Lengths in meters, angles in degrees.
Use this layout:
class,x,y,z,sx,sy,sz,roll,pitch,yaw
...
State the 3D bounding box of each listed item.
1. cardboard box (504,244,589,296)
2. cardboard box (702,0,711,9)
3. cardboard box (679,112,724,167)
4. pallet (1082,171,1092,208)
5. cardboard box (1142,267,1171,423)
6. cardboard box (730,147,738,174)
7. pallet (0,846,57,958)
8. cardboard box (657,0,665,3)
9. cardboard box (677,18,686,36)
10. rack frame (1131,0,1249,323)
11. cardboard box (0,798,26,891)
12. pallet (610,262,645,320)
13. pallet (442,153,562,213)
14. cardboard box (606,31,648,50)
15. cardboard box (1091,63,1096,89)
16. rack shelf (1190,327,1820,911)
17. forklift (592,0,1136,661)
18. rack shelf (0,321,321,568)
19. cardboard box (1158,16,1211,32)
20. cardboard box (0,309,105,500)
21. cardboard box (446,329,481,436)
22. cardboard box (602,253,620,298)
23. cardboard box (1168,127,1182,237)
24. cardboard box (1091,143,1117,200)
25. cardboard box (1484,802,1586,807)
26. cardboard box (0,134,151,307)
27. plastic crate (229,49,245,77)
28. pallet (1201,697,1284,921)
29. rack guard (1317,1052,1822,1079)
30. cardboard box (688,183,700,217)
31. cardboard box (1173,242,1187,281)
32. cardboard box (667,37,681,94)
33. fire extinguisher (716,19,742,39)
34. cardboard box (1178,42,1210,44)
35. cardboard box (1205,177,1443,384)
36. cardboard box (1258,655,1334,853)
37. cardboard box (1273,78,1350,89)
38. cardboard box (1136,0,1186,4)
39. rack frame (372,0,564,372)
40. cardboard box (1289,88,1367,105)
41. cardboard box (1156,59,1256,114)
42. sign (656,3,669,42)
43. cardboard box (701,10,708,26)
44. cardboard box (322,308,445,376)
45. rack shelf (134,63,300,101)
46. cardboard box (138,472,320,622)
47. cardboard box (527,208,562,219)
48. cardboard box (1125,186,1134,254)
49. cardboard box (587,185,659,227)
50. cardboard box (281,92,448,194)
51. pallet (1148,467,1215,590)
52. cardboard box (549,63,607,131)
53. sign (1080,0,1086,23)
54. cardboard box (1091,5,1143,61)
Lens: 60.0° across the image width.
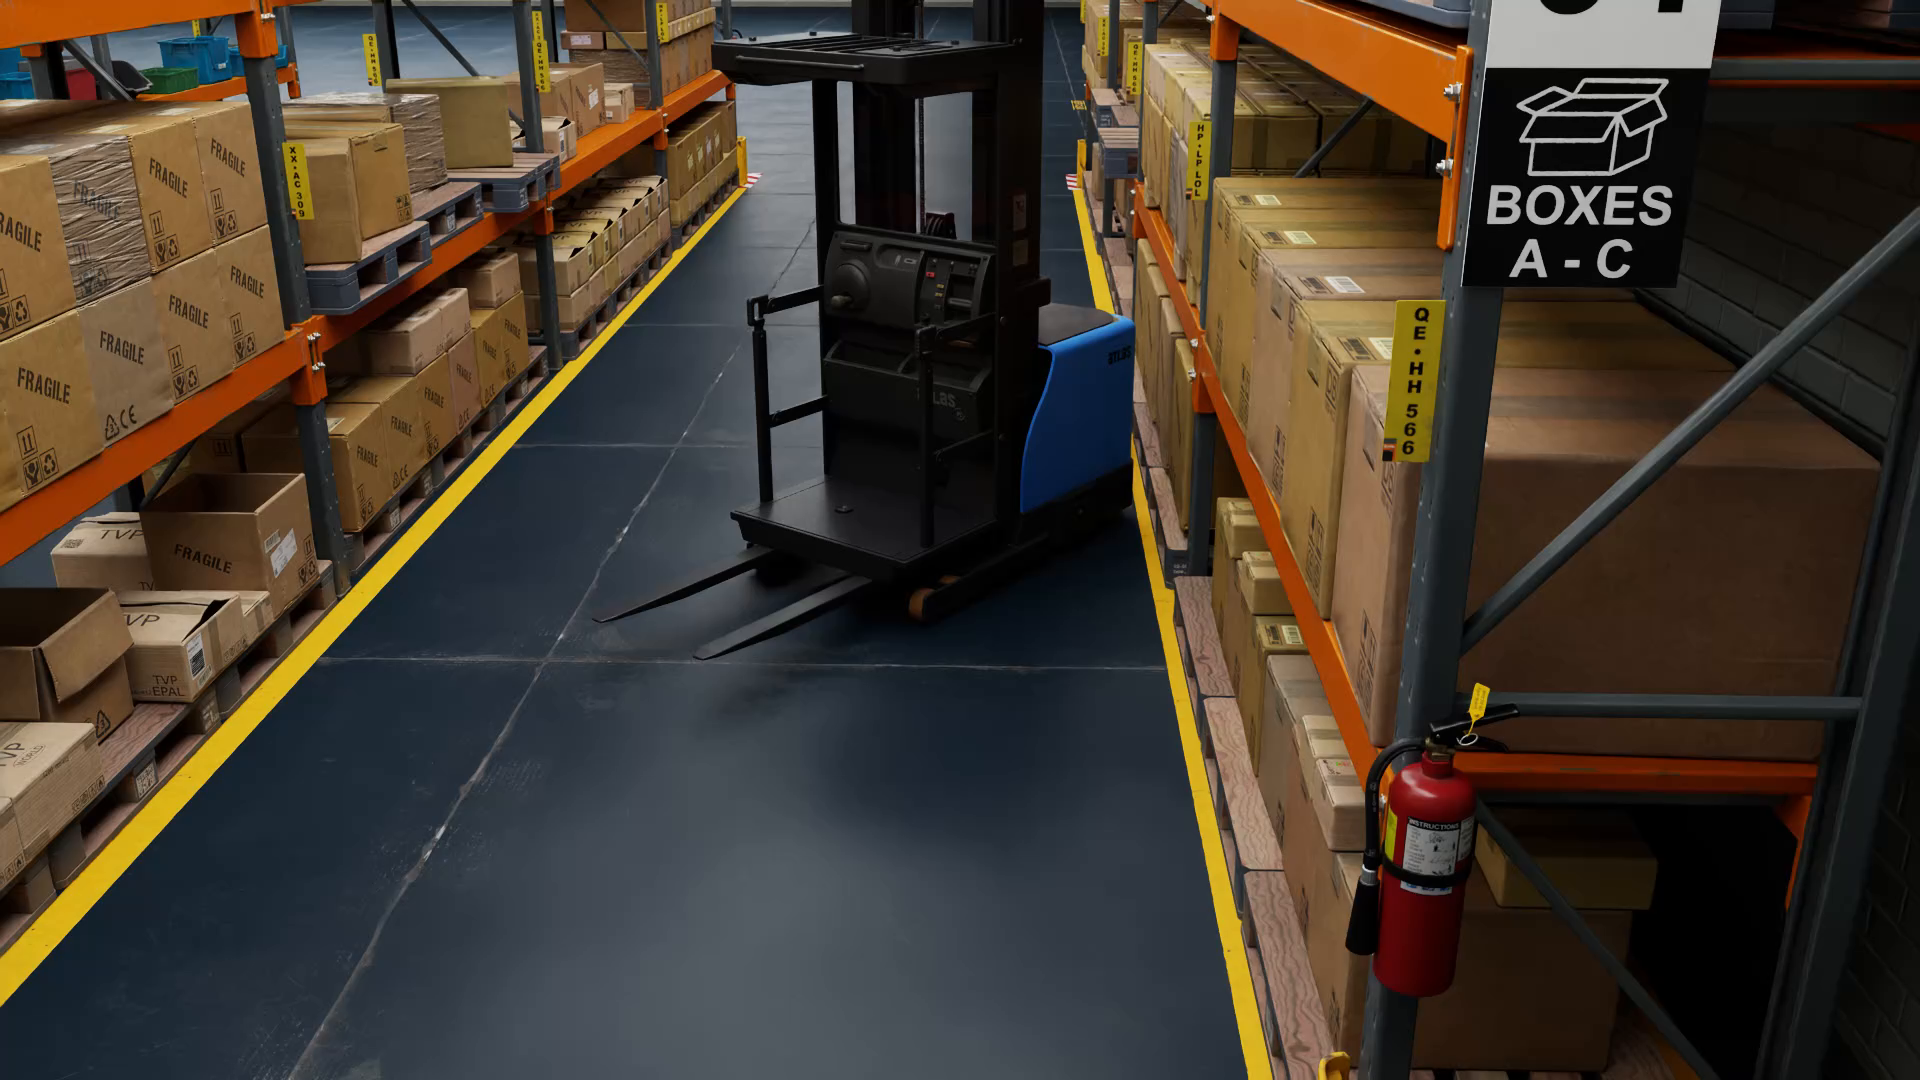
class,x,y,z,sx,sy,sz,roll,pitch,yaw
cardboard box,-2.969,-1.953,11.862,0.500,0.311,0.500,1,21,3
cardboard box,-3.063,-5.948,17.780,0.700,0.500,0.500,1,21,2
cardboard box,-2.769,-4.189,17.362,0.500,0.500,0.500,1,21,2
pallet,1.854,-3.810,18.058,1.003,0.211,1.213,1,21,2
cardboard box,1.487,-1.151,9.741,0.750,0.750,0.750,1,21,1
cardboard box,-2.756,-4.201,18.430,0.500,0.250,0.500,1,21,2
pallet,-3.496,1.285,4.926,1.003,0.211,1.213,1,21,2
cardboard box,-3.135,-5.033,15.422,0.700,0.500,0.500,1,21,1
cardboard box,-2.911,-5.042,16.343,0.380,0.149,0.250,0,21,1
rack frame,1.673,-2.539,10.925,1.000,3.000,0.127,1,21,2
cardboard box,-3.206,1.003,4.990,0.500,0.250,0.500,1,21,2
pallet,-3.174,-2.029,13.467,1.003,0.211,1.213,1,21,2
pallet,-3.229,-2.257,10.463,1.213,0.211,1.003,1,21,2
cardboard box,-2.955,-4.482,14.899,0.380,0.149,0.250,1,21,2
cardboard box,1.530,-4.461,16.059,0.500,0.250,0.500,1,21,1
rack shelf,1.491,-0.034,5.464,1.077,0.370,4.000,1,21,2
forklift,-0.380,-1.187,7.536,1.130,2.935,3.031,15,26,35
rack shelf,-3.461,-0.087,5.601,1.077,0.370,4.000,1,21,2
cardboard box,2.018,-4.442,14.973,0.500,0.500,0.500,0,21,0
cardboard box,-3.199,-0.452,5.410,0.500,0.500,0.500,1,21,2
cardboard box,-3.098,-0.914,9.585,0.500,0.500,0.500,0,21,0
cardboard box,-2.944,-2.062,12.916,0.500,0.250,0.500,0,21,0
cardboard box,1.343,-1.823,8.503,0.500,0.500,0.500,1,21,2
cardboard box,1.716,-3.751,16.897,0.700,0.500,0.500,-1,21,-2
cardboard box,1.562,0.631,4.734,0.380,0.149,0.250,1,21,2
cardboard box,-3.185,-1.105,5.710,0.500,0.500,0.500,1,21,2
plastic crate,-7.727,-5.052,17.608,0.499,0.251,0.408,1,21,2
pallet,1.416,0.924,5.856,1.003,0.211,1.213,1,21,2
rack guard,1.429,1.528,3.900,1.175,0.500,0.348,1,21,2
cardboard box,-2.819,-3.297,16.100,0.500,0.250,0.500,1,21,2
cardboard box,1.265,-1.391,8.287,0.380,0.149,0.250,1,21,2
cardboard box,-3.120,-4.617,16.144,0.700,0.500,0.500,1,21,2
fire extinguisher,-2.567,-5.486,18.628,0.296,0.674,0.183,1,21,2
cardboard box,1.654,-3.218,11.033,0.380,0.149,0.250,-2,21,-5
cardboard box,1.519,-1.036,6.639,0.980,0.700,0.700,1,21,2
cardboard box,1.381,0.706,5.437,0.700,0.500,0.500,0,21,0
cardboard box,1.846,-2.171,8.363,0.500,0.250,0.500,0,21,0
cardboard box,2.090,-5.366,17.354,0.500,0.500,0.500,1,21,2
rack frame,-3.278,-2.592,11.062,1.000,3.000,0.127,1,21,2
cardboard box,1.835,-1.989,7.896,0.500,0.250,0.500,1,21,2
cardboard box,1.375,-2.547,9.332,0.500,0.250,0.500,1,21,2
sign,-2.614,-4.539,14.588,0.100,0.325,0.005,1,21,2
cardboard box,-2.870,-5.506,17.538,0.380,0.149,0.250,0,21,1
cardboard box,-3.111,-1.069,8.948,0.500,0.250,0.500,1,21,2
rack shelf,-8.046,-4.482,16.927,1.077,0.370,4.000,1,21,2
cardboard box,-3.133,0.024,7.169,0.500,0.500,0.500,1,21,2
cardboard box,-3.463,-2.511,13.299,0.500,0.311,0.500,1,21,3
cardboard box,1.789,-2.758,14.339,0.700,0.500,0.500,1,21,3
cardboard box,-2.892,-2.876,14.239,0.500,0.311,0.500,1,21,3
cardboard box,-3.403,-2.277,9.531,0.700,0.500,0.500,5,22,12
pallet,1.500,-0.072,8.423,1.003,0.211,1.213,1,21,2
cardboard box,-3.212,-3.617,13.566,0.500,0.500,0.500,2,21,6
sign,1.374,-5.841,18.239,0.100,0.325,0.005,1,21,2
cardboard box,1.551,-4.999,16.409,0.500,0.500,0.500,1,21,3
